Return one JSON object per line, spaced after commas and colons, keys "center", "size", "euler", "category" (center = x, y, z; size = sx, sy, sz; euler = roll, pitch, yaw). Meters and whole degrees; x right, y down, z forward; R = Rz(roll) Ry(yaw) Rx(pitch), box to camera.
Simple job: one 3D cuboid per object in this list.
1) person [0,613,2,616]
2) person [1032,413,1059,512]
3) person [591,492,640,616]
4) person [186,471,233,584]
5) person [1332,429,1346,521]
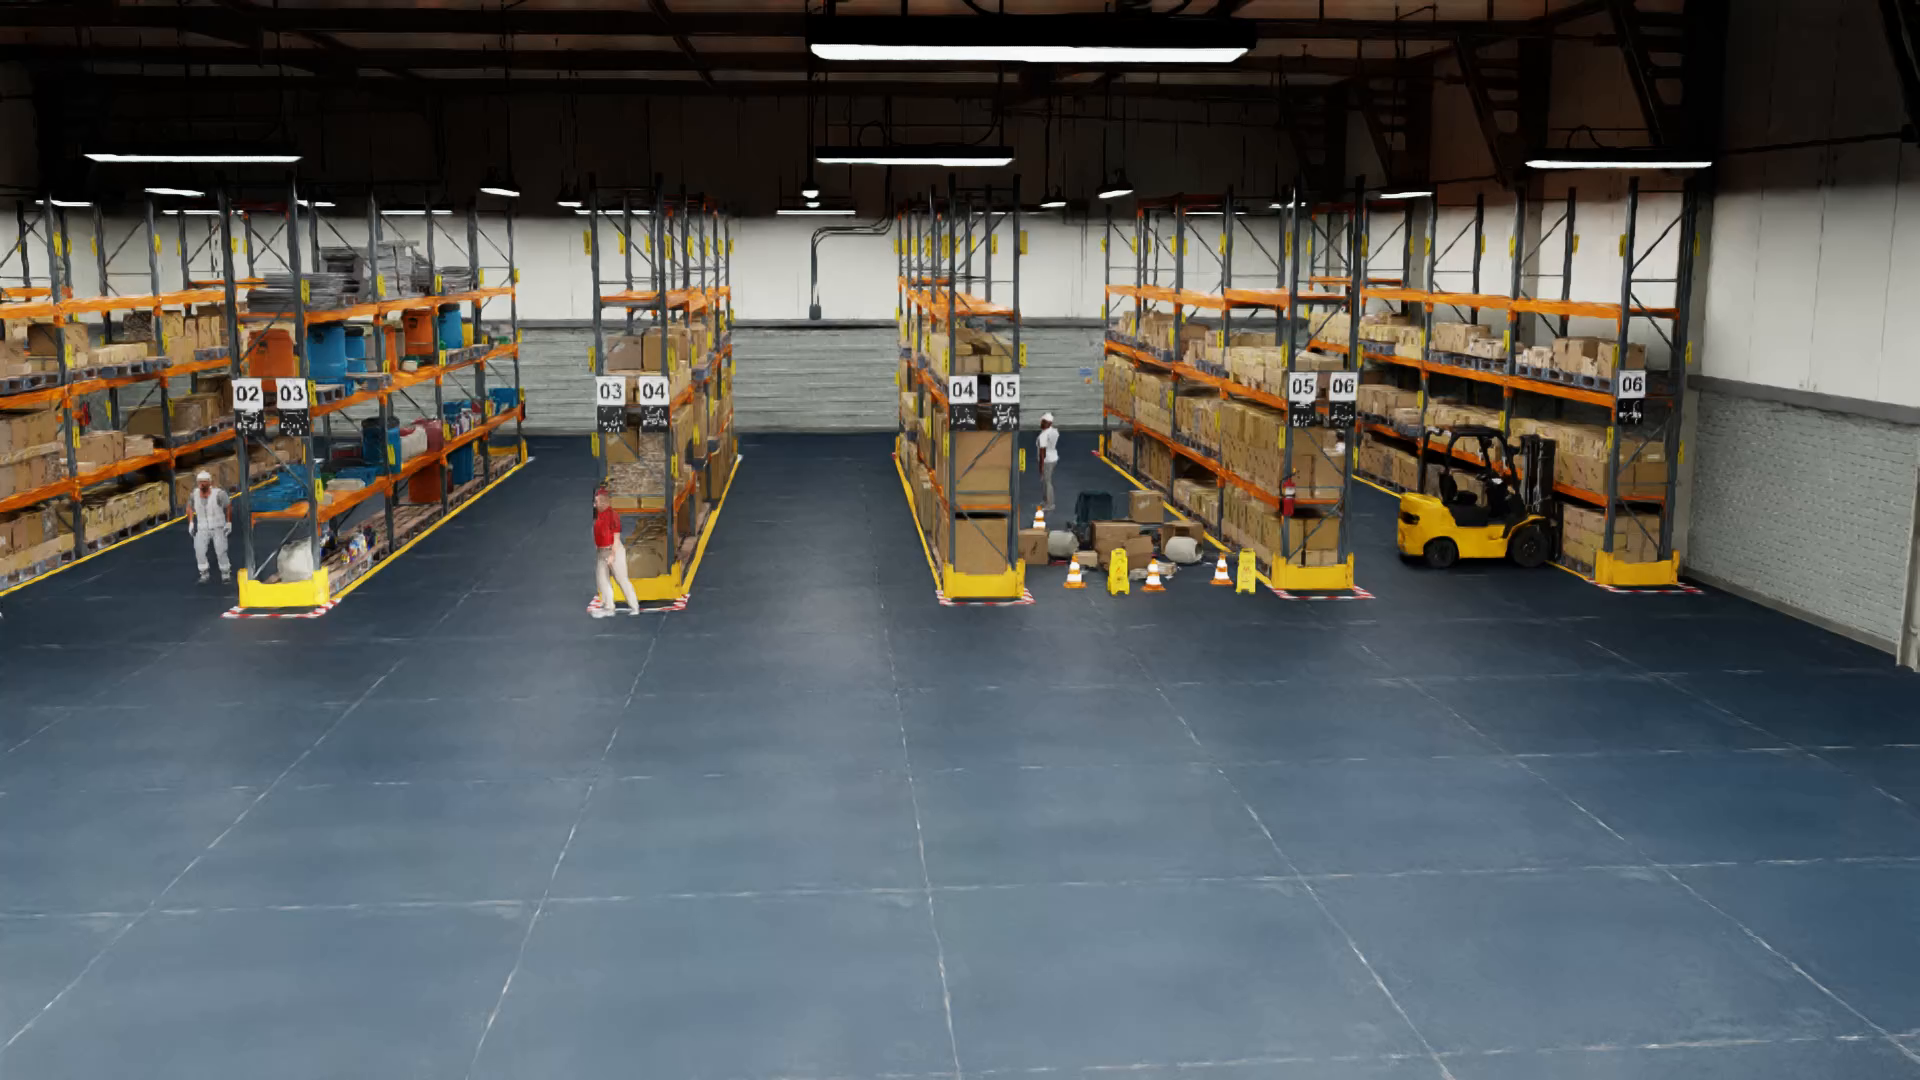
{"center": [-13.147, 0.271, 22.243], "size": [0.385, 1.676, 0.566], "euler": [-4, 11, -20], "category": "person"}
{"center": [1.515, -1.411, 29.908], "size": [0.506, 1.763, 0.623], "euler": [5, 11, 25], "category": "person"}
{"center": [-4.727, 0.233, 22.726], "size": [0.632, 1.618, 0.587], "euler": [-8, 13, -38], "category": "person"}
{"center": [-11.168, -0.181, 24.765], "size": [0.677, 1.742, 0.552], "euler": [-1, 10, -6], "category": "person"}
{"center": [6.981, -1.204, 30.644], "size": [0.538, 1.665, 0.573], "euler": [5, 11, 25], "category": "person"}
